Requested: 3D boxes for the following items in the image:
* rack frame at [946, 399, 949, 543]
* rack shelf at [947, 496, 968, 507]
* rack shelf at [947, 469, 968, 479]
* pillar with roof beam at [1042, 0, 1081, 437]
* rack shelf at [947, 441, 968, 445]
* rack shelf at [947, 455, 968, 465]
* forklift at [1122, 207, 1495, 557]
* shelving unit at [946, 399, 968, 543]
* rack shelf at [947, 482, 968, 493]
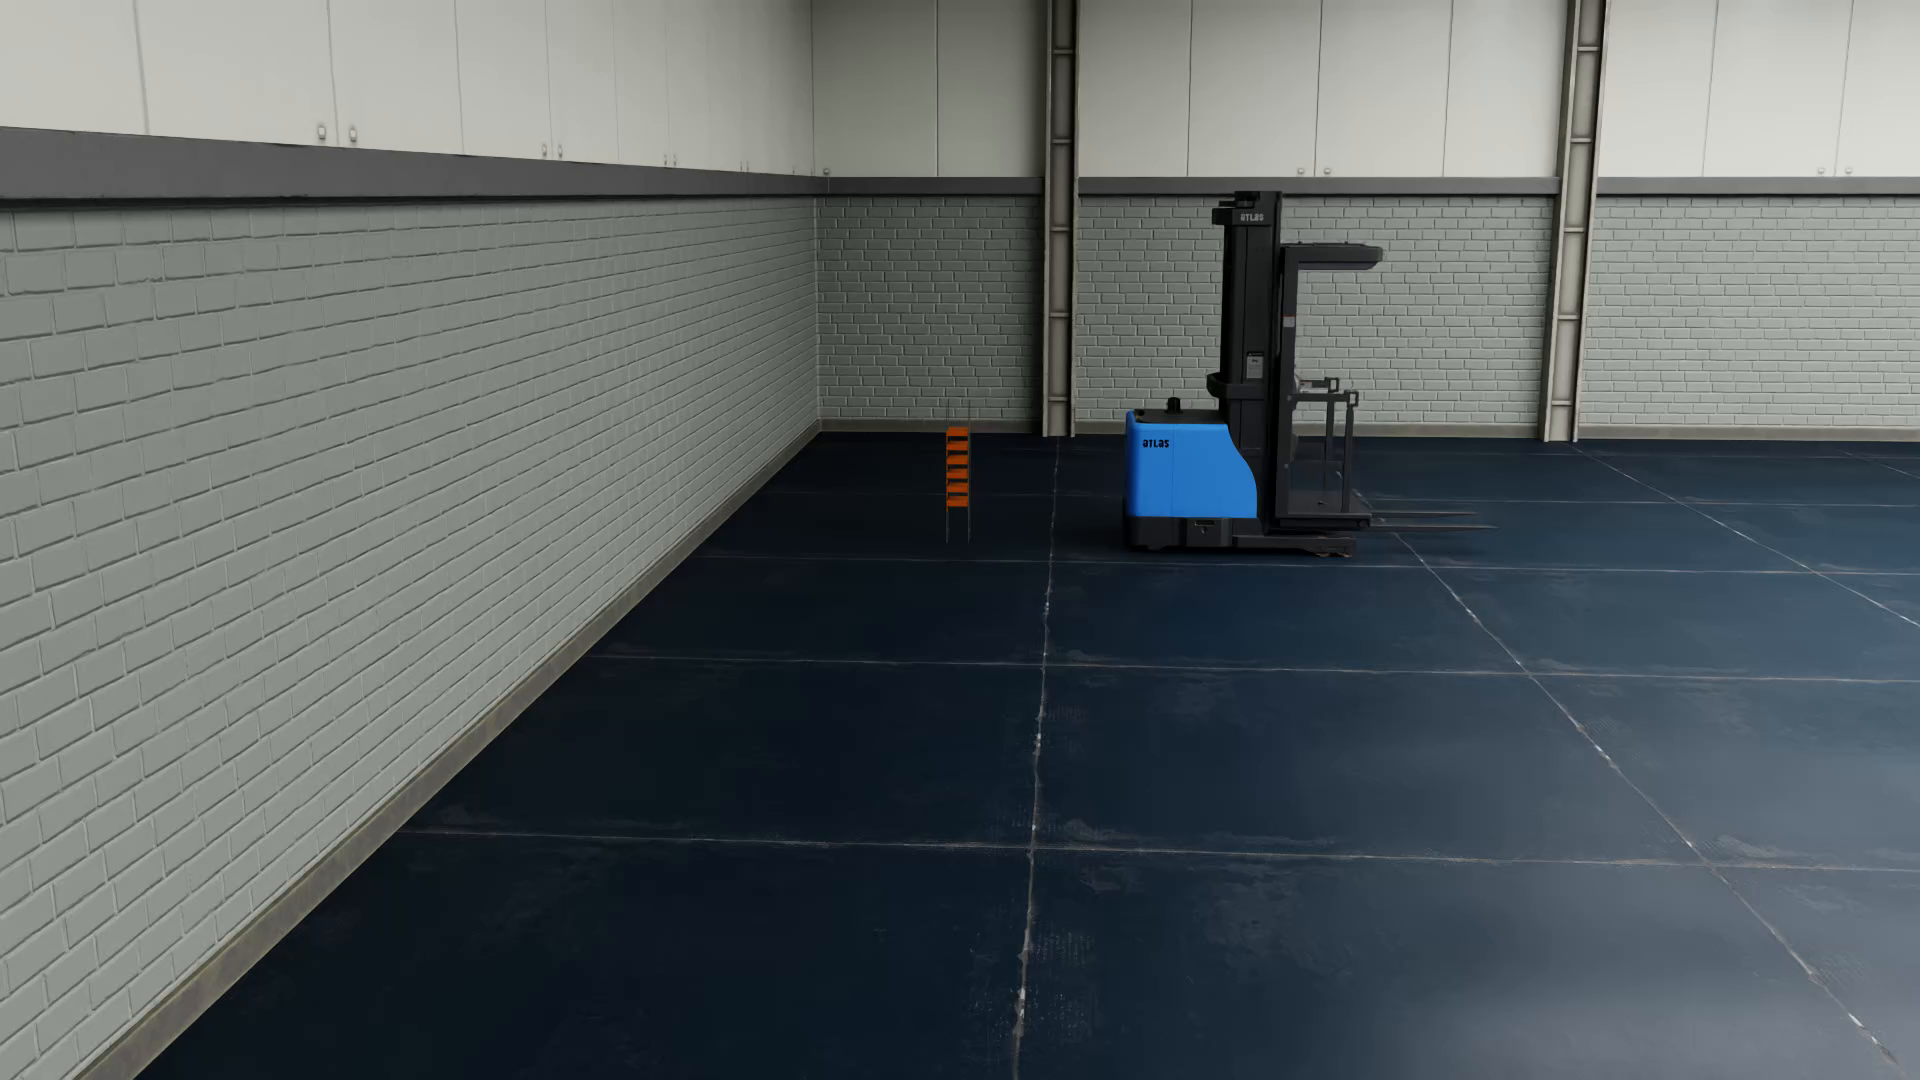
[{"bbox_3d":[-0.106,-0.589,14.152,0.006,1.200,0.240,1,12,4],"label":"rack frame"},{"bbox_3d":[-0.014,-0.309,14.204,0.180,0.103,0.258,1,12,4],"label":"rack shelf"},{"bbox_3d":[-0.014,-0.544,14.155,0.180,0.103,0.258,1,12,4],"label":"rack shelf"},{"bbox_3d":[0.924,-4.817,15.317,0.400,9.000,9.100,1,12,4],"label":"pillar with roof beam"},{"bbox_3d":[-0.014,-0.806,14.101,0.171,0.034,0.221,1,12,4],"label":"rack shelf"},{"bbox_3d":[-0.014,-0.661,14.131,0.180,0.103,0.258,1,12,4],"label":"rack shelf"},{"bbox_3d":[2.911,-1.343,13.857,3.031,2.797,1.129,1,12,4],"label":"forklift"},{"bbox_3d":[-0.017,-0.588,14.146,0.184,1.200,0.258,1,12,4],"label":"shelving unit"},{"bbox_3d":[-0.014,-0.427,14.180,0.180,0.103,0.258,1,12,4],"label":"rack shelf"}]
